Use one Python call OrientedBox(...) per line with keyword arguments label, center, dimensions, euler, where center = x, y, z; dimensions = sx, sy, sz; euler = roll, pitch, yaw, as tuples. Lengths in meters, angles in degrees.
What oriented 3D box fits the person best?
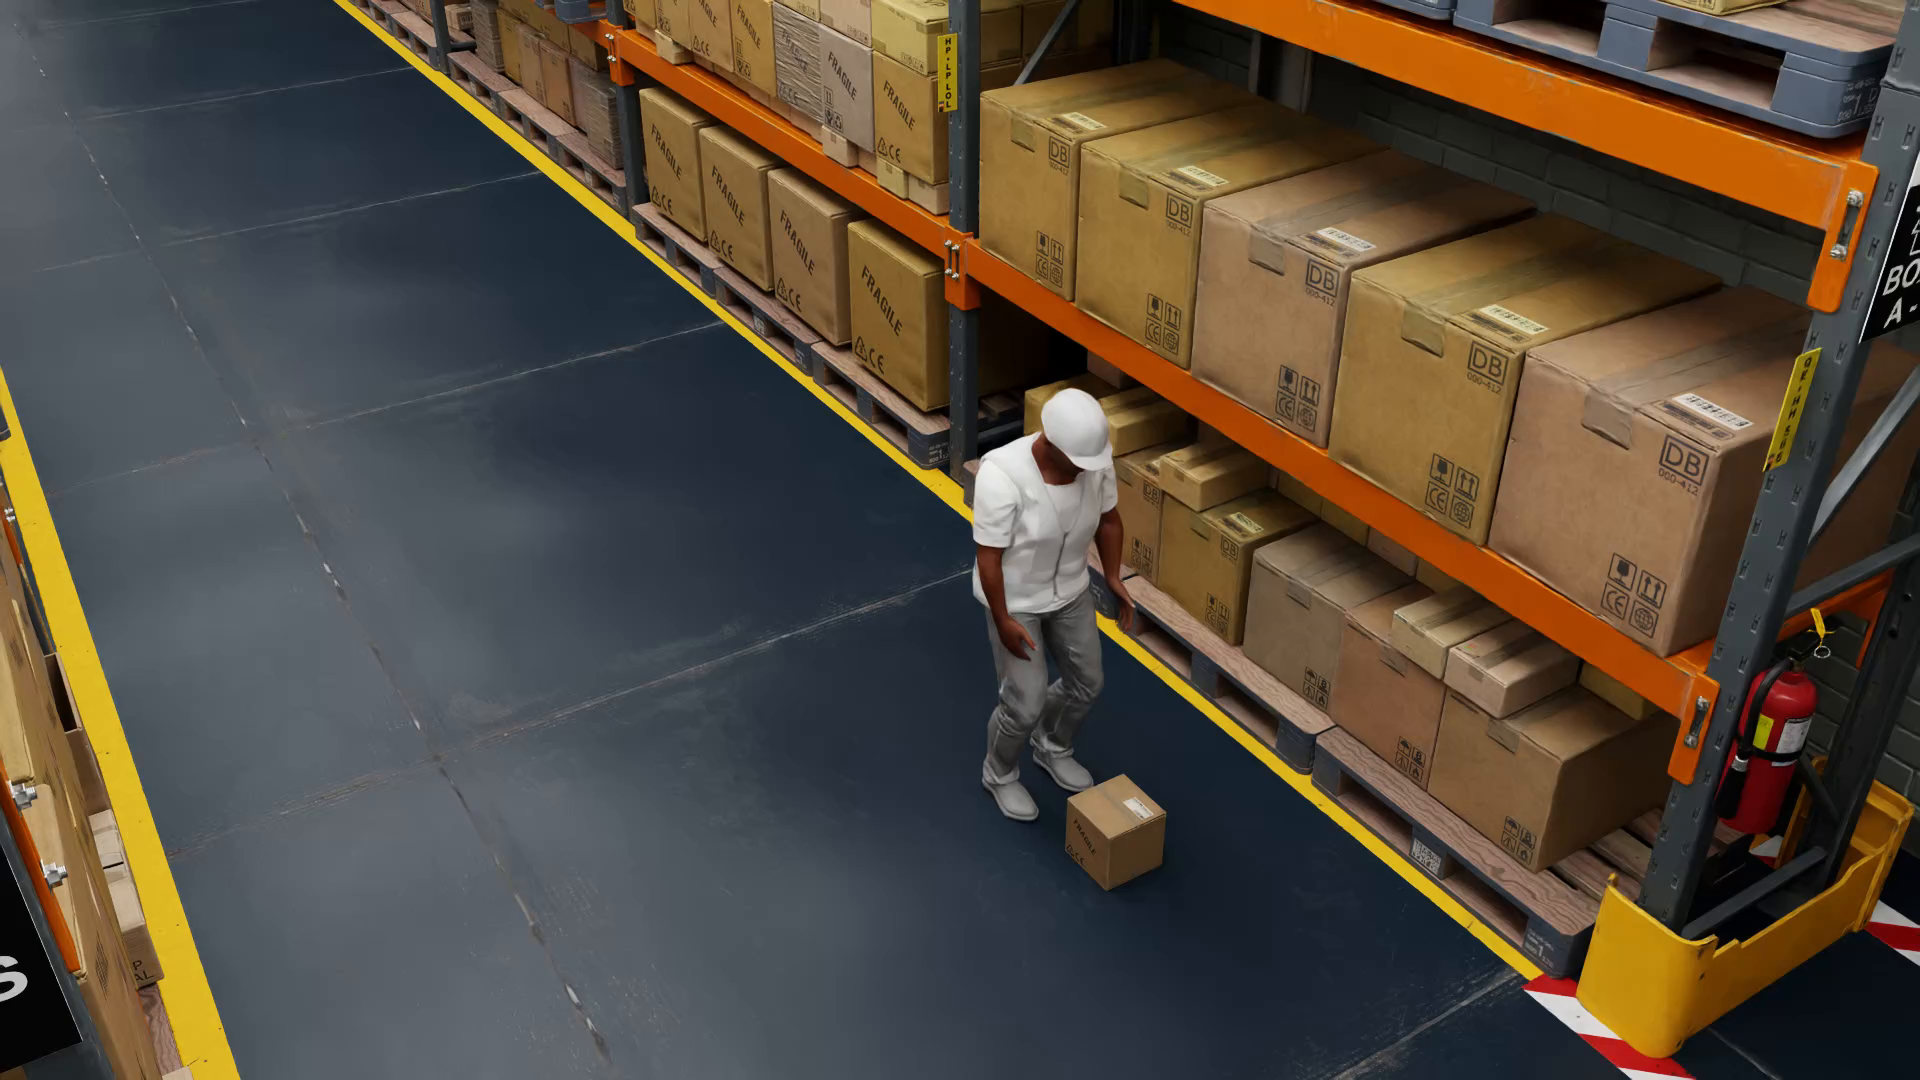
OrientedBox(label="person", center=(0.317, 0.204, 5.852), dimensions=(0.595, 1.708, 0.472), euler=(-19, 37, -27))
